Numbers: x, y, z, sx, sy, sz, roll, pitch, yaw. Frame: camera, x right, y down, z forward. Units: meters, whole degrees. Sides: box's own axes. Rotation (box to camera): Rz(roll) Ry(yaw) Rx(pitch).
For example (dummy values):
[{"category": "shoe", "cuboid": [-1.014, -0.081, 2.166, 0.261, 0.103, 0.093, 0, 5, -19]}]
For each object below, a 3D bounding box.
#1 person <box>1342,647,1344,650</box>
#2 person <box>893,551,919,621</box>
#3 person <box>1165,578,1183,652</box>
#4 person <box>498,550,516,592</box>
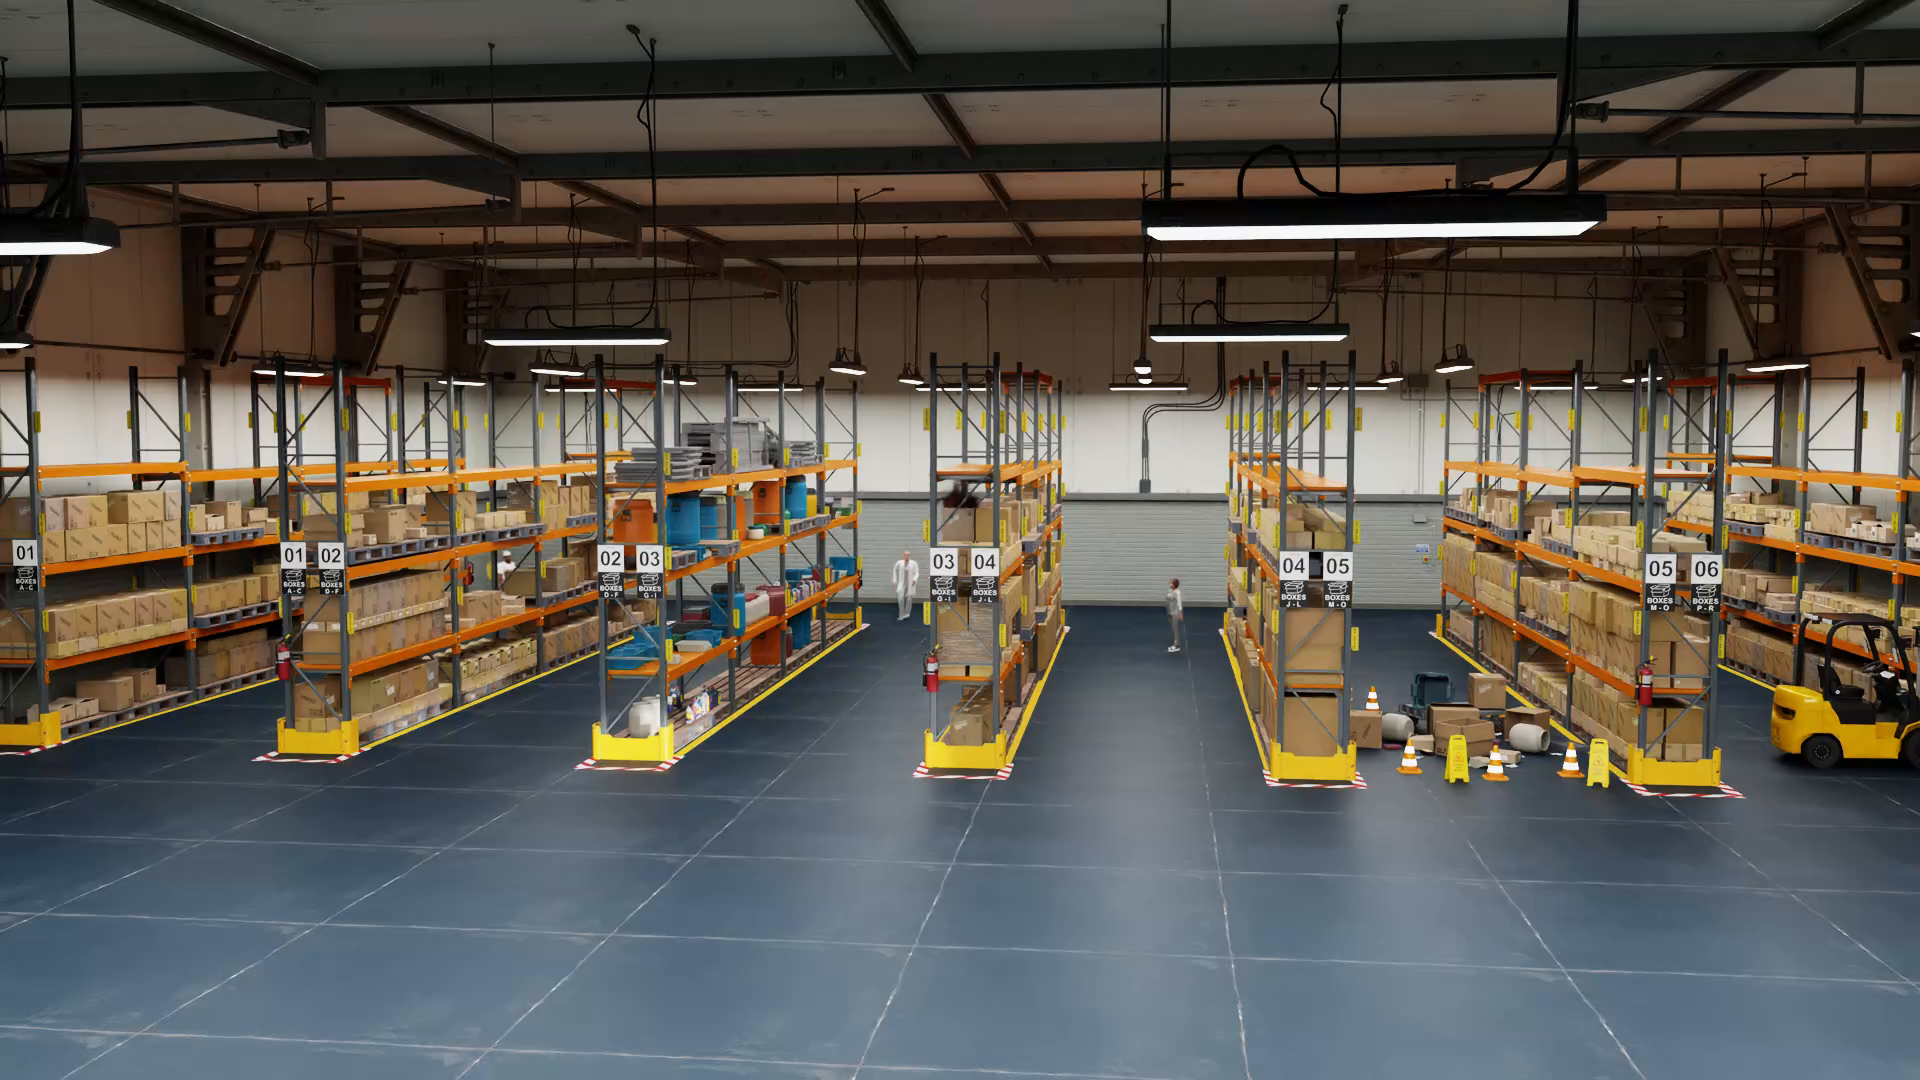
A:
[{"category": "person", "cuboid": [8.217, 1.545, 36.495, 0.658, 1.724, 1.005, -2, 5, -30]}, {"category": "person", "cuboid": [-1.390, 1.194, 42.315, 0.670, 1.852, 0.808, 0, 4, 4]}, {"category": "person", "cuboid": [4.673, 1.636, 36.367, 0.351, 1.593, 0.459, -1, 4, -18]}, {"category": "person", "cuboid": [-11.491, 1.131, 42.389, 0.759, 1.736, 0.658, 3, 5, 34]}]
